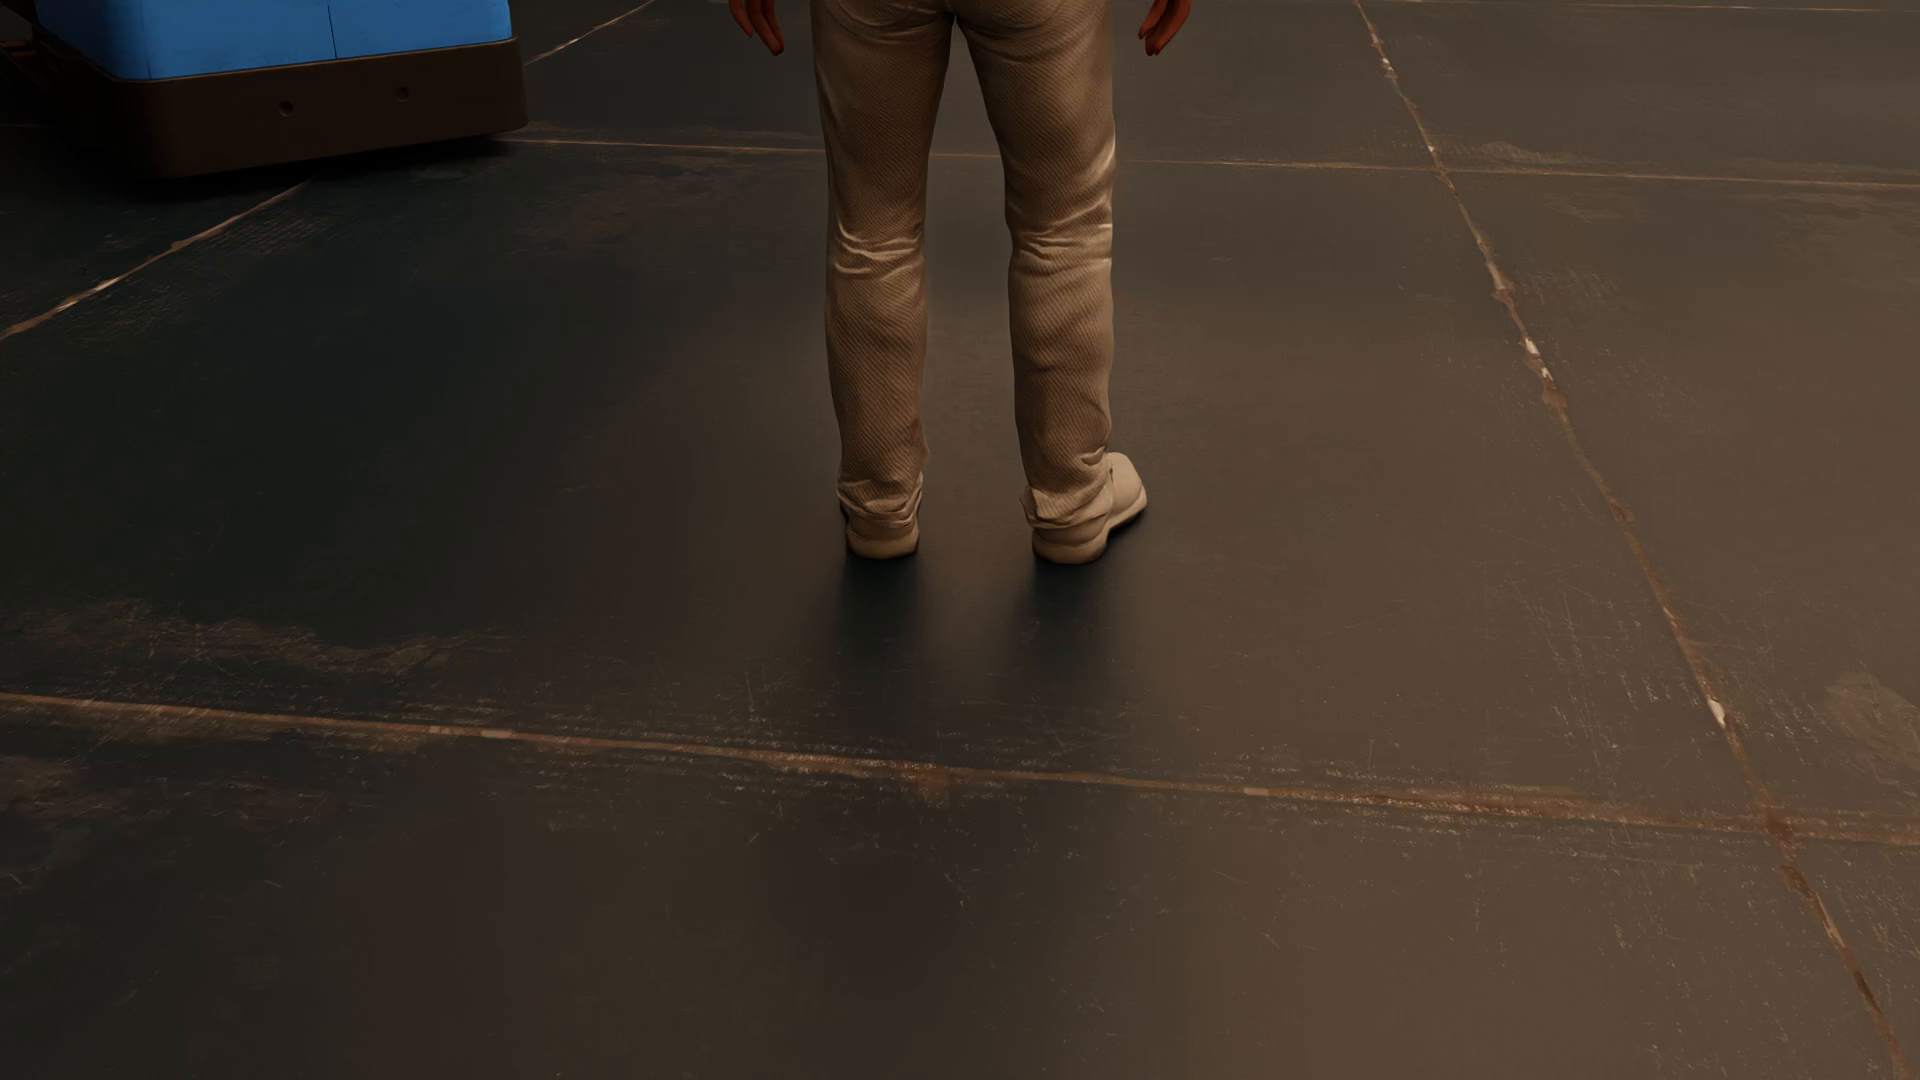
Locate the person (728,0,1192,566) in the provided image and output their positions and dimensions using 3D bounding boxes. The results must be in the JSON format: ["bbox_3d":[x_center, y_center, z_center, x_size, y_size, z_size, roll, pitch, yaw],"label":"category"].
[{"bbox_3d":[-0.003,-0.804,2.144,0.626,1.760,0.460,3,27,5],"label":"person"}]

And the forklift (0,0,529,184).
[{"bbox_3d":[-2.494,-2.809,4.847,1.130,2.935,3.031,-18,32,-32],"label":"forklift"}]
